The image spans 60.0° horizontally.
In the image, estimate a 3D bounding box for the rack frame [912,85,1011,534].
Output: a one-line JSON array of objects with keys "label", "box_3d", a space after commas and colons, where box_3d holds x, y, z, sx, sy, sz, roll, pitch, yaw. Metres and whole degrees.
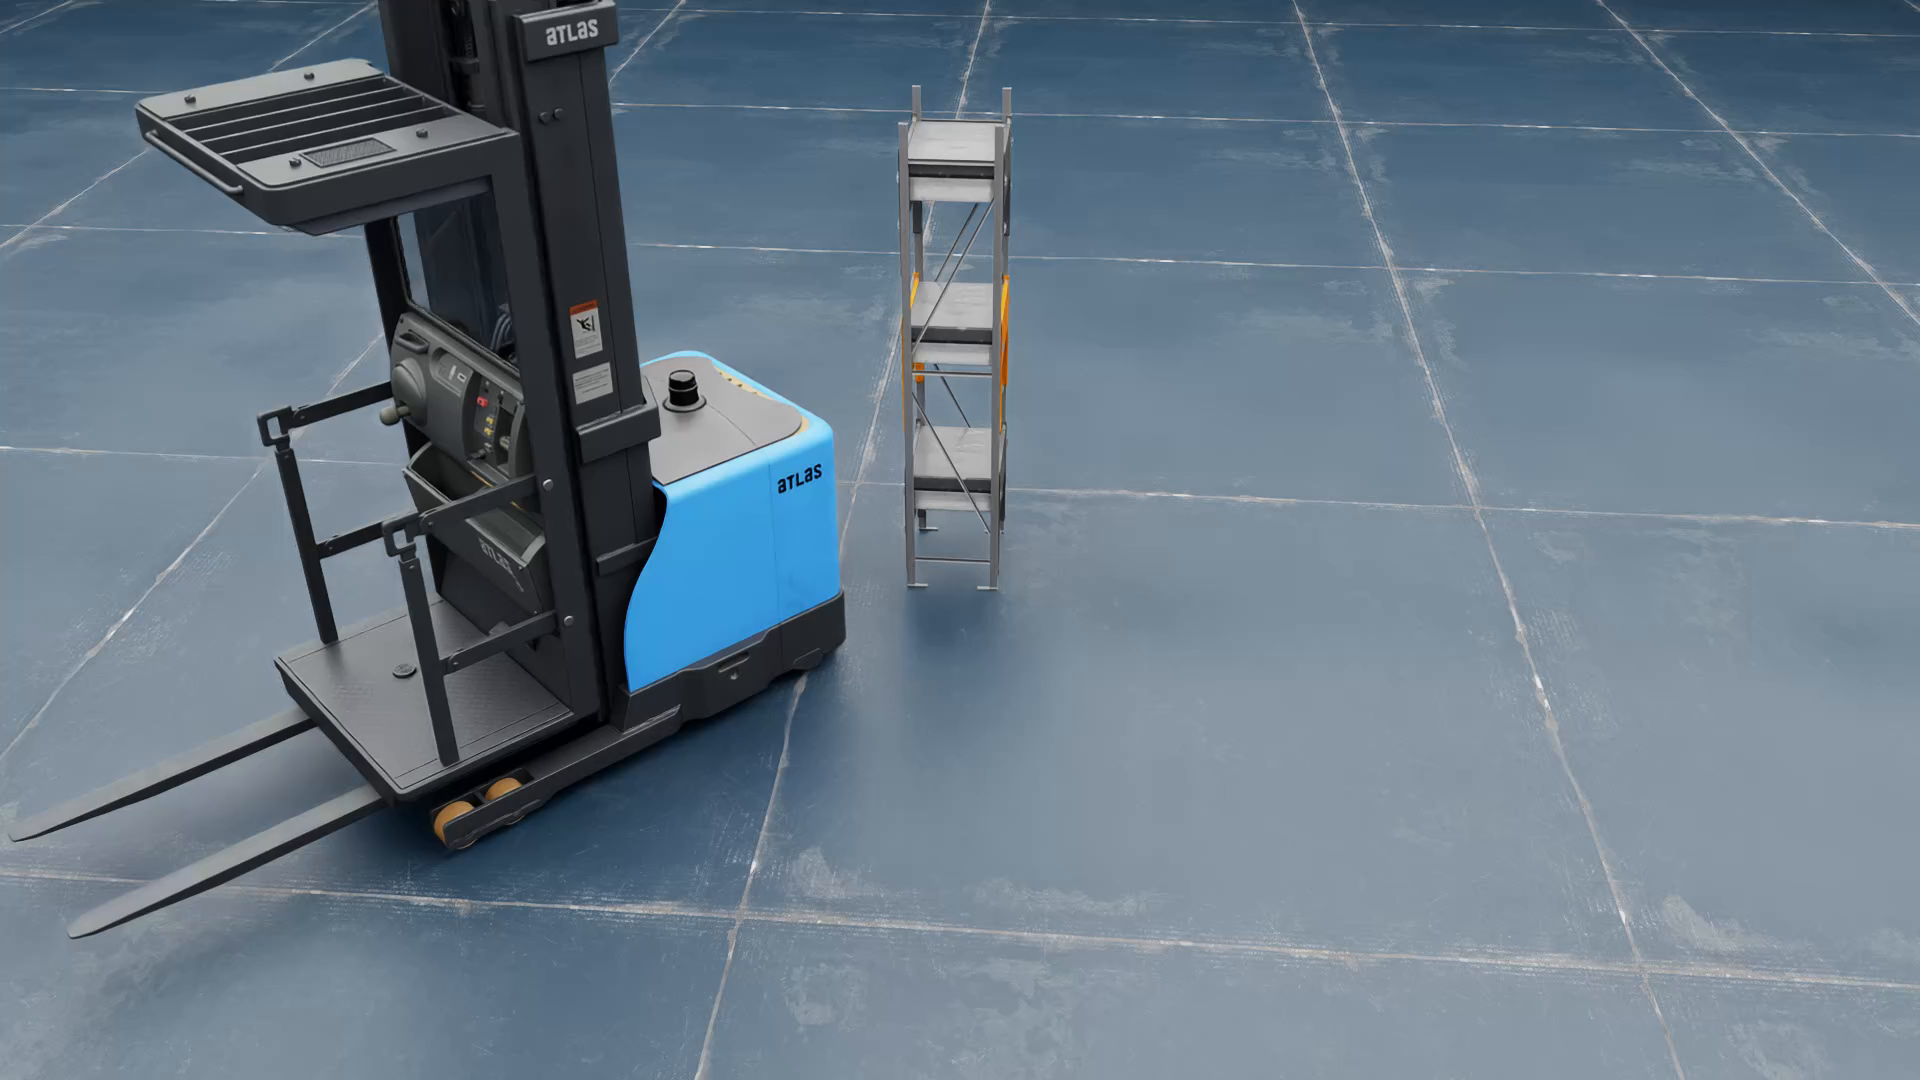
[{"label": "rack frame", "box_3d": [0.006, -0.935, 7.266, 0.400, 2.100, 0.015, 2, 32, 4]}]

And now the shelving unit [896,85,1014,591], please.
[{"label": "shelving unit", "box_3d": [-0.013, -0.807, 7.059, 0.431, 2.100, 0.503, 2, 32, 4]}]

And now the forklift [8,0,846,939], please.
[{"label": "forklift", "box_3d": [-1.912, -0.453, 5.691, 3.031, 2.935, 1.130, -25, 40, -35]}]

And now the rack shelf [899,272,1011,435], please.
[{"label": "rack shelf", "box_3d": [-0.013, -0.796, 7.066, 0.431, 0.518, 0.480, 2, 32, 4]}]

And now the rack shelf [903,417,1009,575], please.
[{"label": "rack shelf", "box_3d": [-0.013, -0.200, 7.433, 0.431, 0.518, 0.480, 2, 32, 4]}]

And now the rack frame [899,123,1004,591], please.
[{"label": "rack frame", "box_3d": [-0.033, -0.680, 6.852, 0.400, 2.100, 0.015, 2, 32, 4]}]

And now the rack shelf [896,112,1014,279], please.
[{"label": "rack shelf", "box_3d": [-0.014, -1.392, 6.699, 0.431, 0.518, 0.480, 2, 32, 4]}]
